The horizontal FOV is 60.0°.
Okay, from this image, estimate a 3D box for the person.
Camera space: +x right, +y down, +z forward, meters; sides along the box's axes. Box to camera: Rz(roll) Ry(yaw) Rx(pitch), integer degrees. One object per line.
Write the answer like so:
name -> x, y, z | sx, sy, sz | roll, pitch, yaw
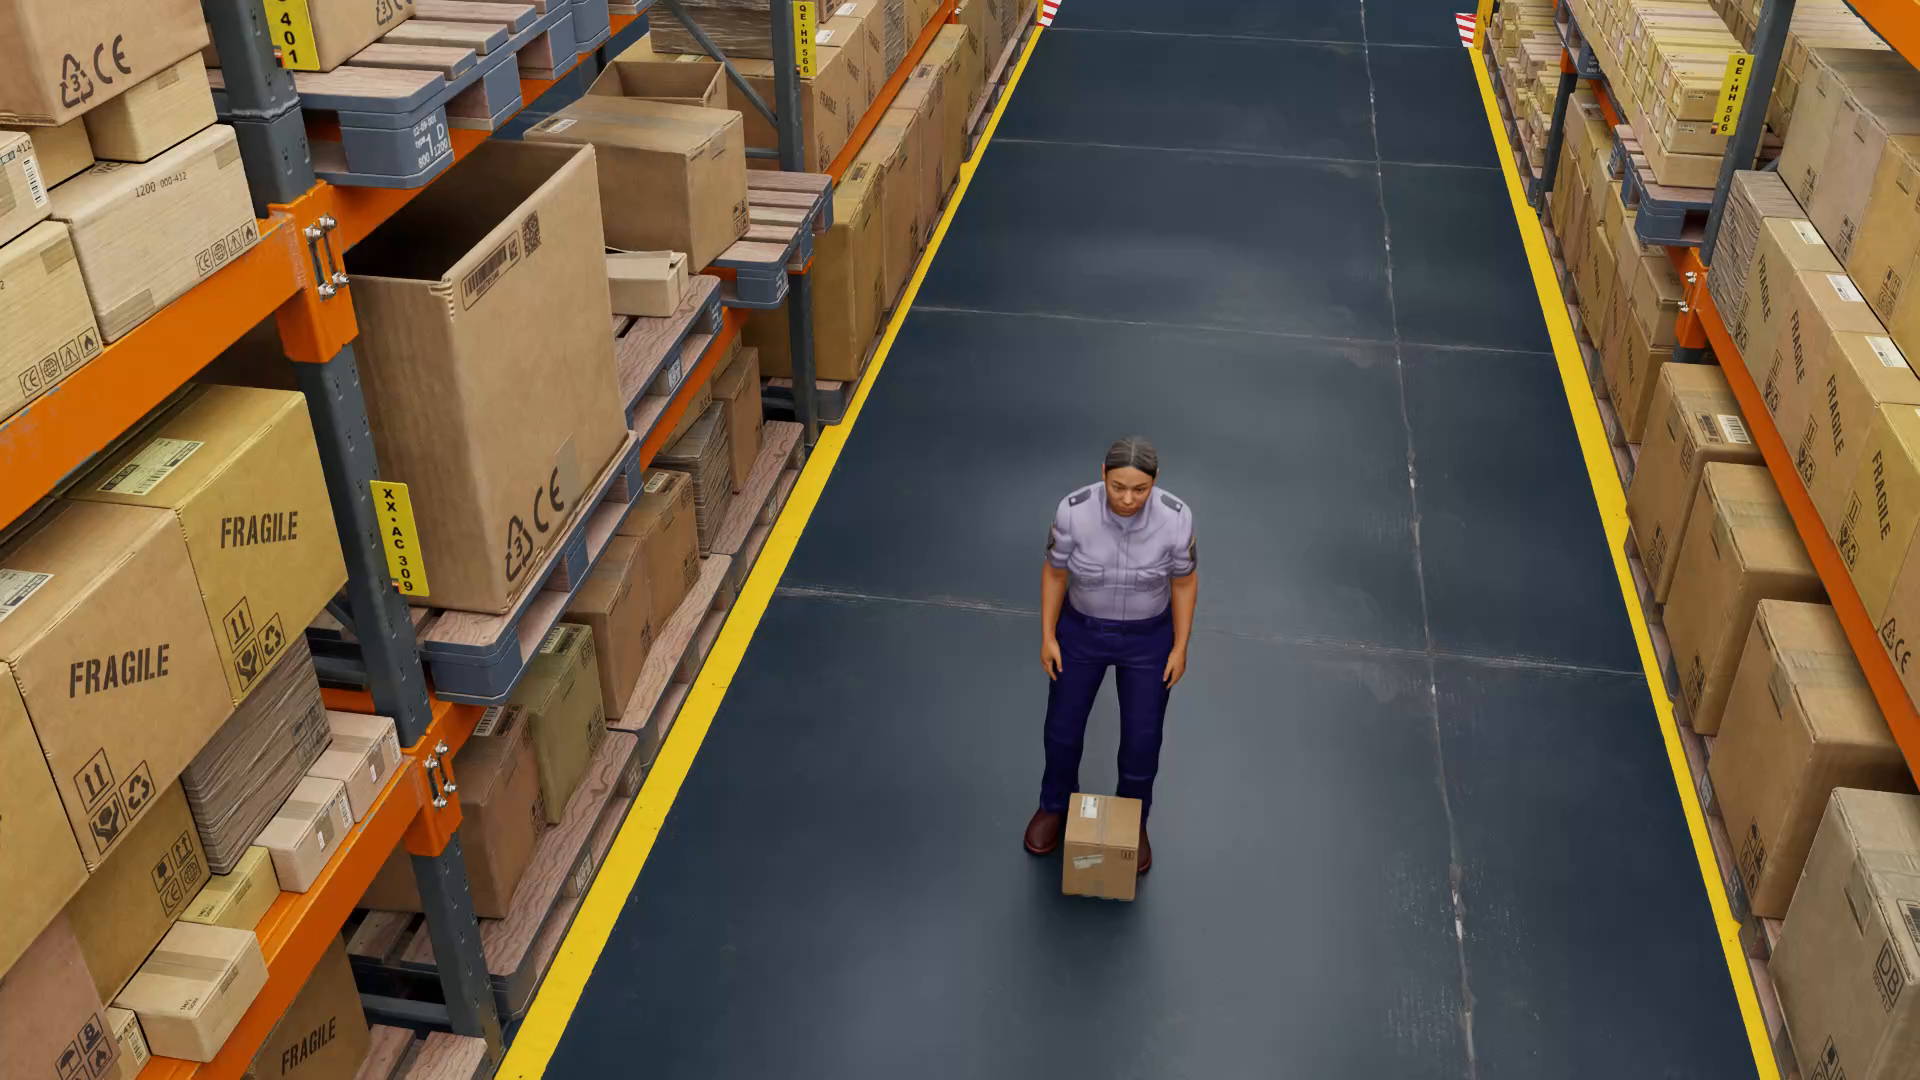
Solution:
person -> 0.514, 0.375, 5.558 | 0.564, 1.652, 0.386 | 4, 33, 6
